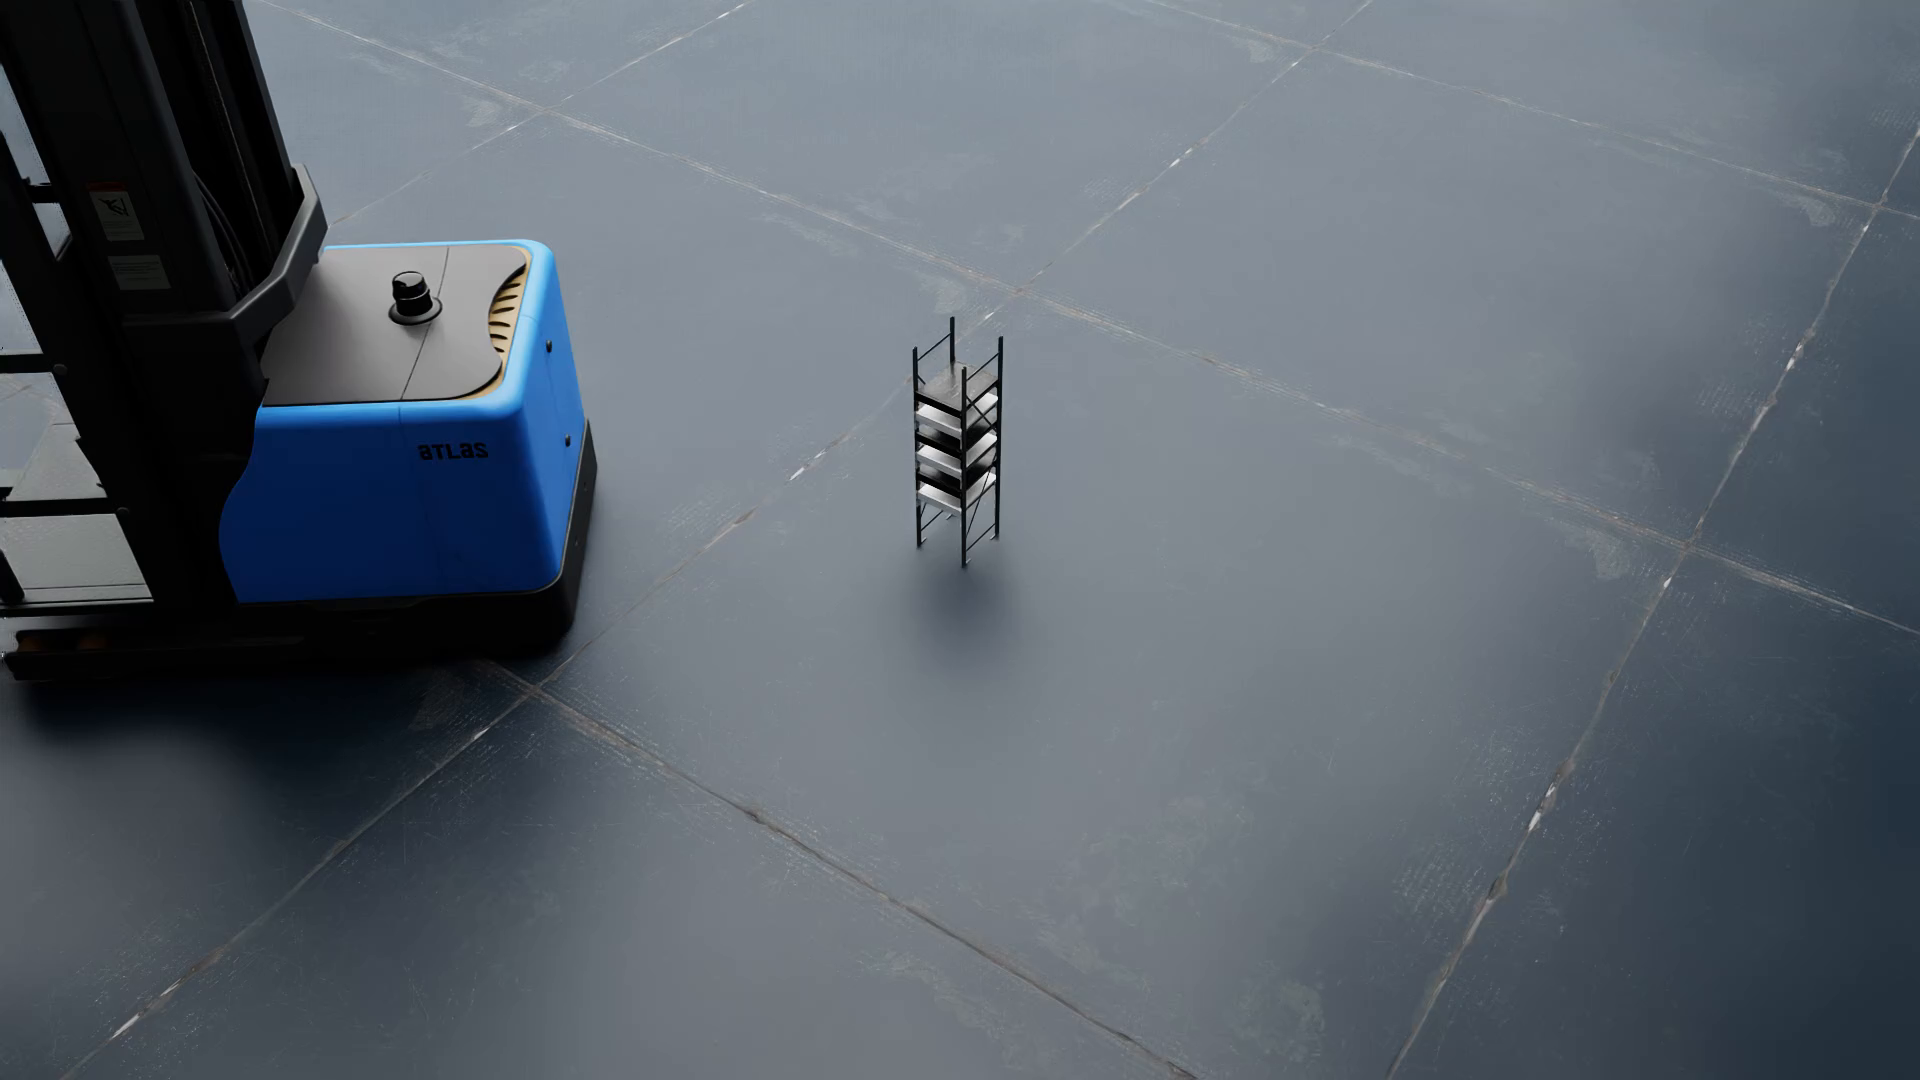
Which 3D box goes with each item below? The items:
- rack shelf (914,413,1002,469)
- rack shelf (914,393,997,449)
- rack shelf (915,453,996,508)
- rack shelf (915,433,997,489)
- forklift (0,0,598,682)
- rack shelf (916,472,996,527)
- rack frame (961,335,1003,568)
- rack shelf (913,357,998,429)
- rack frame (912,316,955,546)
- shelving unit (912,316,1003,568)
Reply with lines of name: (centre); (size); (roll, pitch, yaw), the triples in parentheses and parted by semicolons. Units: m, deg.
rack shelf: (-0.007, -0.381, 5.916); (0.200, 0.077, 0.258); (25, 48, 25)
rack shelf: (-0.007, -0.448, 5.856); (0.200, 0.077, 0.258); (25, 48, 25)
rack shelf: (-0.007, -0.247, 6.036); (0.200, 0.077, 0.258); (25, 48, 25)
rack shelf: (-0.007, -0.314, 5.976); (0.200, 0.077, 0.258); (25, 48, 25)
forklift: (-2.891, -0.971, 5.137); (3.031, 2.935, 1.130); (-2, 42, -3)
rack shelf: (-0.007, -0.179, 6.096); (0.200, 0.077, 0.258); (25, 48, 25)
rack frame: (0.077, -0.300, 5.910); (0.006, 0.900, 0.240); (25, 48, 25)
rack shelf: (-0.007, -0.515, 5.796); (0.200, 0.077, 0.258); (25, 48, 25)
rack frame: (-0.090, -0.377, 5.997); (0.006, 0.900, 0.240); (25, 48, 25)
shelving unit: (-0.007, -0.338, 5.953); (0.210, 0.900, 0.258); (25, 48, 25)
